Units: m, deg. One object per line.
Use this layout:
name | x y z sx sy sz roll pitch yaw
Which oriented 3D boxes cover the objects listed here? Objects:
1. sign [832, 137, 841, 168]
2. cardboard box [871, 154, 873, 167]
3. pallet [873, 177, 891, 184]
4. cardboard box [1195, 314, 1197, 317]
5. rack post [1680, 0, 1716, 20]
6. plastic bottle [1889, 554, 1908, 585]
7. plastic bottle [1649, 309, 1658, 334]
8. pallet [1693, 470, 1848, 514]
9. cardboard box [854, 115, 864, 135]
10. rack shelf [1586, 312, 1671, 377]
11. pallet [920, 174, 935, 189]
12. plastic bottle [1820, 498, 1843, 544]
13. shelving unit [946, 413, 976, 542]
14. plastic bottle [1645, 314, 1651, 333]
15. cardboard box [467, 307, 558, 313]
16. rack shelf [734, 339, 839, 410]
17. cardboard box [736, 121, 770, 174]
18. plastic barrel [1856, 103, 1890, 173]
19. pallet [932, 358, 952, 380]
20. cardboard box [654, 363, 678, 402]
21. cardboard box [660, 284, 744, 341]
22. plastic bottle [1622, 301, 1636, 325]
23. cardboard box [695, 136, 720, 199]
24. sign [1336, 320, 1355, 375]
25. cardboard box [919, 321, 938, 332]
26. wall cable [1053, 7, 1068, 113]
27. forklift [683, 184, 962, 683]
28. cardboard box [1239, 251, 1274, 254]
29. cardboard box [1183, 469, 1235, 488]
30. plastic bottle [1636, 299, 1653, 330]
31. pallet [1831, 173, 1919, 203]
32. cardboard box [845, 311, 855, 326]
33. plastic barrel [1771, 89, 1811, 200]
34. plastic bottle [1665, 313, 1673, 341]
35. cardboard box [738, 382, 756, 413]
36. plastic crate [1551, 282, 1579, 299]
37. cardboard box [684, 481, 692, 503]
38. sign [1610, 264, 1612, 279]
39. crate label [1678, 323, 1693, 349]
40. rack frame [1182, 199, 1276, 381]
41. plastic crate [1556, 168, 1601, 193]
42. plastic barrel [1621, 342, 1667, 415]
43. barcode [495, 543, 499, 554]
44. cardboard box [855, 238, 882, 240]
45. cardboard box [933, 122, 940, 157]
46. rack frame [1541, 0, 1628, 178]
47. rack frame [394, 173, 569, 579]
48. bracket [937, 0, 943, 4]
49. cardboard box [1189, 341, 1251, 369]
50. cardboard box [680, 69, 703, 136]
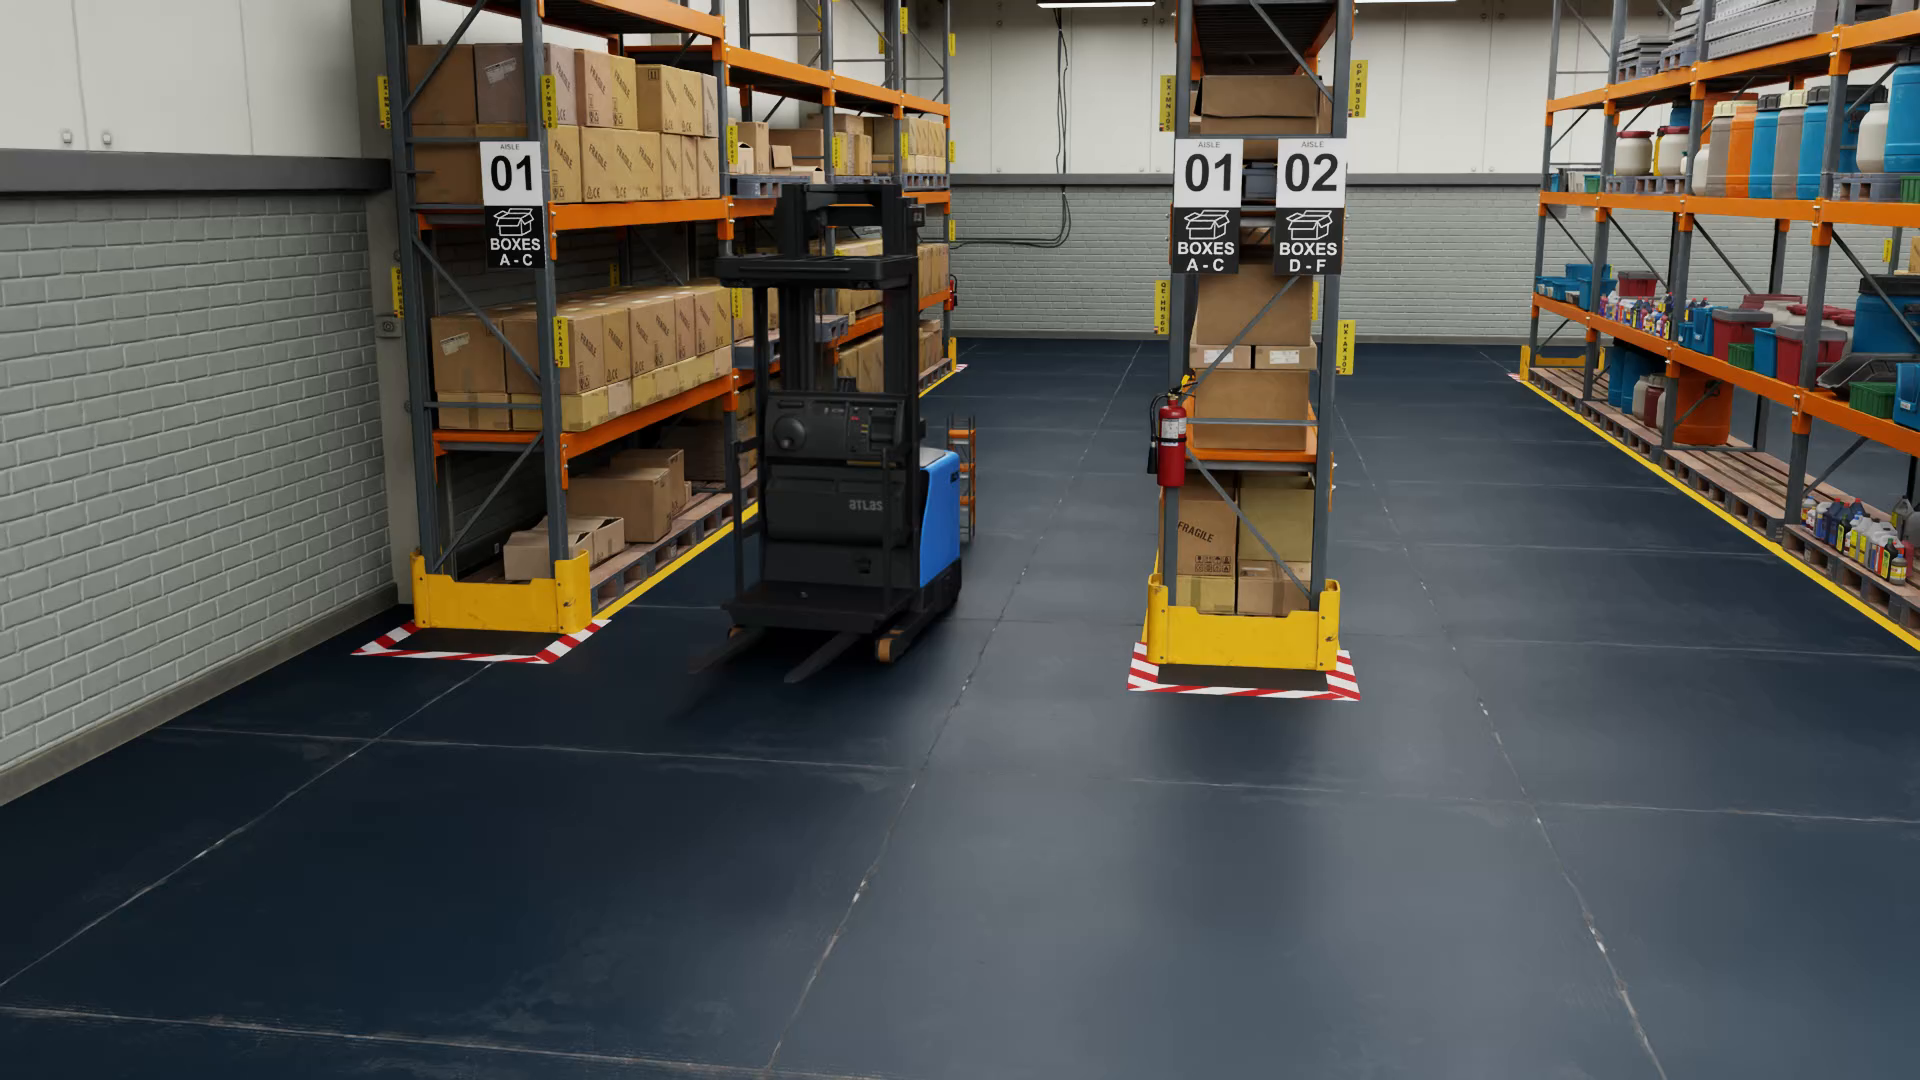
sign | -1.355 -4.244 18.217 0.100 0.325 0.005 2 12 9
cardboard box | -1.402 -5.172 22.876 0.500 0.250 0.500 2 12 9
pallet | -1.368 -4.556 21.346 0.805 0.209 1.217 1 12 6
cardboard box | 2.000 -1.654 12.770 0.380 0.149 0.250 1 12 7
rack post | 7.921 -5.572 17.263 0.624 0.289 0.986 2 12 9
plastic bottle | 6.517 0.200 11.543 0.097 0.201 0.097 0 12 0
plastic bottle | 7.670 -2.409 18.358 0.097 0.271 0.097 0 12 0
pallet | 7.551 -0.445 15.558 1.003 0.211 1.213 2 12 9
cardboard box | -1.541 -5.293 21.253 0.500 0.250 0.500 3 12 13
rack shelf | 8.206 -2.286 19.190 1.077 0.370 4.000 2 12 9
pallet | -0.950 -5.221 24.192 1.003 0.211 1.213 2 12 9
plastic bottle | 6.749 -0.154 12.834 0.144 0.351 0.185 2 12 10
shelving unit | 0.008 -0.524 13.934 0.215 1.050 0.252 2 12 9
plastic bottle | 7.700 -2.416 18.553 0.097 0.201 0.097 0 12 0
cardboard box | -3.172 -1.390 11.851 0.500 0.500 0.500 2 12 9
rack shelf | -2.199 -1.775 16.815 1.077 0.370 4.000 2 12 9
cardboard box | -2.154 -3.798 16.144 0.500 0.500 0.500 1 12 7
plastic barrel | 7.023 -3.032 12.560 0.421 0.512 0.421 0 12 0
pallet | -0.706 -2.676 25.908 1.003 0.211 1.213 2 12 9
cardboard box | -2.503 -1.225 12.864 0.500 0.250 0.500 2 12 9
cardboard box | -2.394 -2.079 15.237 0.700 0.500 0.500 2 12 9
plastic bottle | 7.887 -2.669 19.550 0.152 0.276 0.135 2 12 9
cardboard box | -2.340 -3.121 13.952 0.500 0.500 0.500 2 12 10
sign | 2.321 -1.160 10.014 0.100 0.325 0.005 2 12 9
cardboard box | -0.548 -3.274 25.460 0.380 0.149 0.250 2 12 10
wall cable | 3.235 -9.170 30.565 3.097 2.526 0.112 2 12 9
forklift | -0.862 -0.749 10.512 1.130 2.935 3.031 3 13 15
cardboard box | 2.096 -1.827 12.035 0.700 0.500 0.500 2 12 9
cardboard box | 1.702 -0.275 11.900 0.500 0.500 0.500 2 12 9
plastic bottle | 7.780 -2.565 18.893 0.144 0.351 0.185 2 12 9
pallet | 7.268 -2.610 12.310 1.213 0.211 1.003 2 12 9
cardboard box | -1.440 -2.595 19.465 0.380 0.149 0.250 2 12 10
plastic barrel | 7.247 -3.349 14.105 0.600 0.901 0.600 0 12 0
plastic bottle | 7.539 -2.263 17.649 0.061 0.283 0.133 2 12 9
cardboard box | -2.269 -1.424 16.588 0.500 0.250 0.500 2 12 7
plastic crate | 8.563 -3.520 23.460 0.416 0.233 0.300 2 12 9
cardboard box | -2.559 -0.428 14.538 0.380 0.166 0.250 0 12 1
sign | 9.674 -3.952 24.825 0.100 0.325 0.005 2 12 9
crate label | 7.463 -2.064 16.849 0.303 0.233 0.416 2 12 9
rack frame | 2.389 -1.550 14.066 1.000 3.000 0.127 2 12 9
plastic crate | 8.622 -5.014 23.165 0.504 0.338 0.767 2 12 9
plastic barrel | 8.304 -1.974 20.015 0.600 0.901 0.708 2 12 9
barcode | -3.319 0.060 11.912 0.001 0.075 0.075 2 12 9
cardboard box | -1.095 -3.840 21.922 0.500 0.250 0.500 2 12 10
cardboard box | -0.591 -5.957 24.735 0.500 0.500 0.500 2 12 10
rack frame | 9.128 -6.820 24.277 1.000 3.000 0.127 2 12 9
rack frame | -3.122 -0.877 10.944 1.000 3.000 0.127 2 12 9
bracket | -0.321 -10.058 30.762 0.235 0.232 0.430 2 12 9
cardboard box | 1.644 -1.169 10.522 0.380 0.149 0.250 2 12 8
cardboard box | -2.390 -3.496 13.315 0.500 0.500 0.500 3 12 12
